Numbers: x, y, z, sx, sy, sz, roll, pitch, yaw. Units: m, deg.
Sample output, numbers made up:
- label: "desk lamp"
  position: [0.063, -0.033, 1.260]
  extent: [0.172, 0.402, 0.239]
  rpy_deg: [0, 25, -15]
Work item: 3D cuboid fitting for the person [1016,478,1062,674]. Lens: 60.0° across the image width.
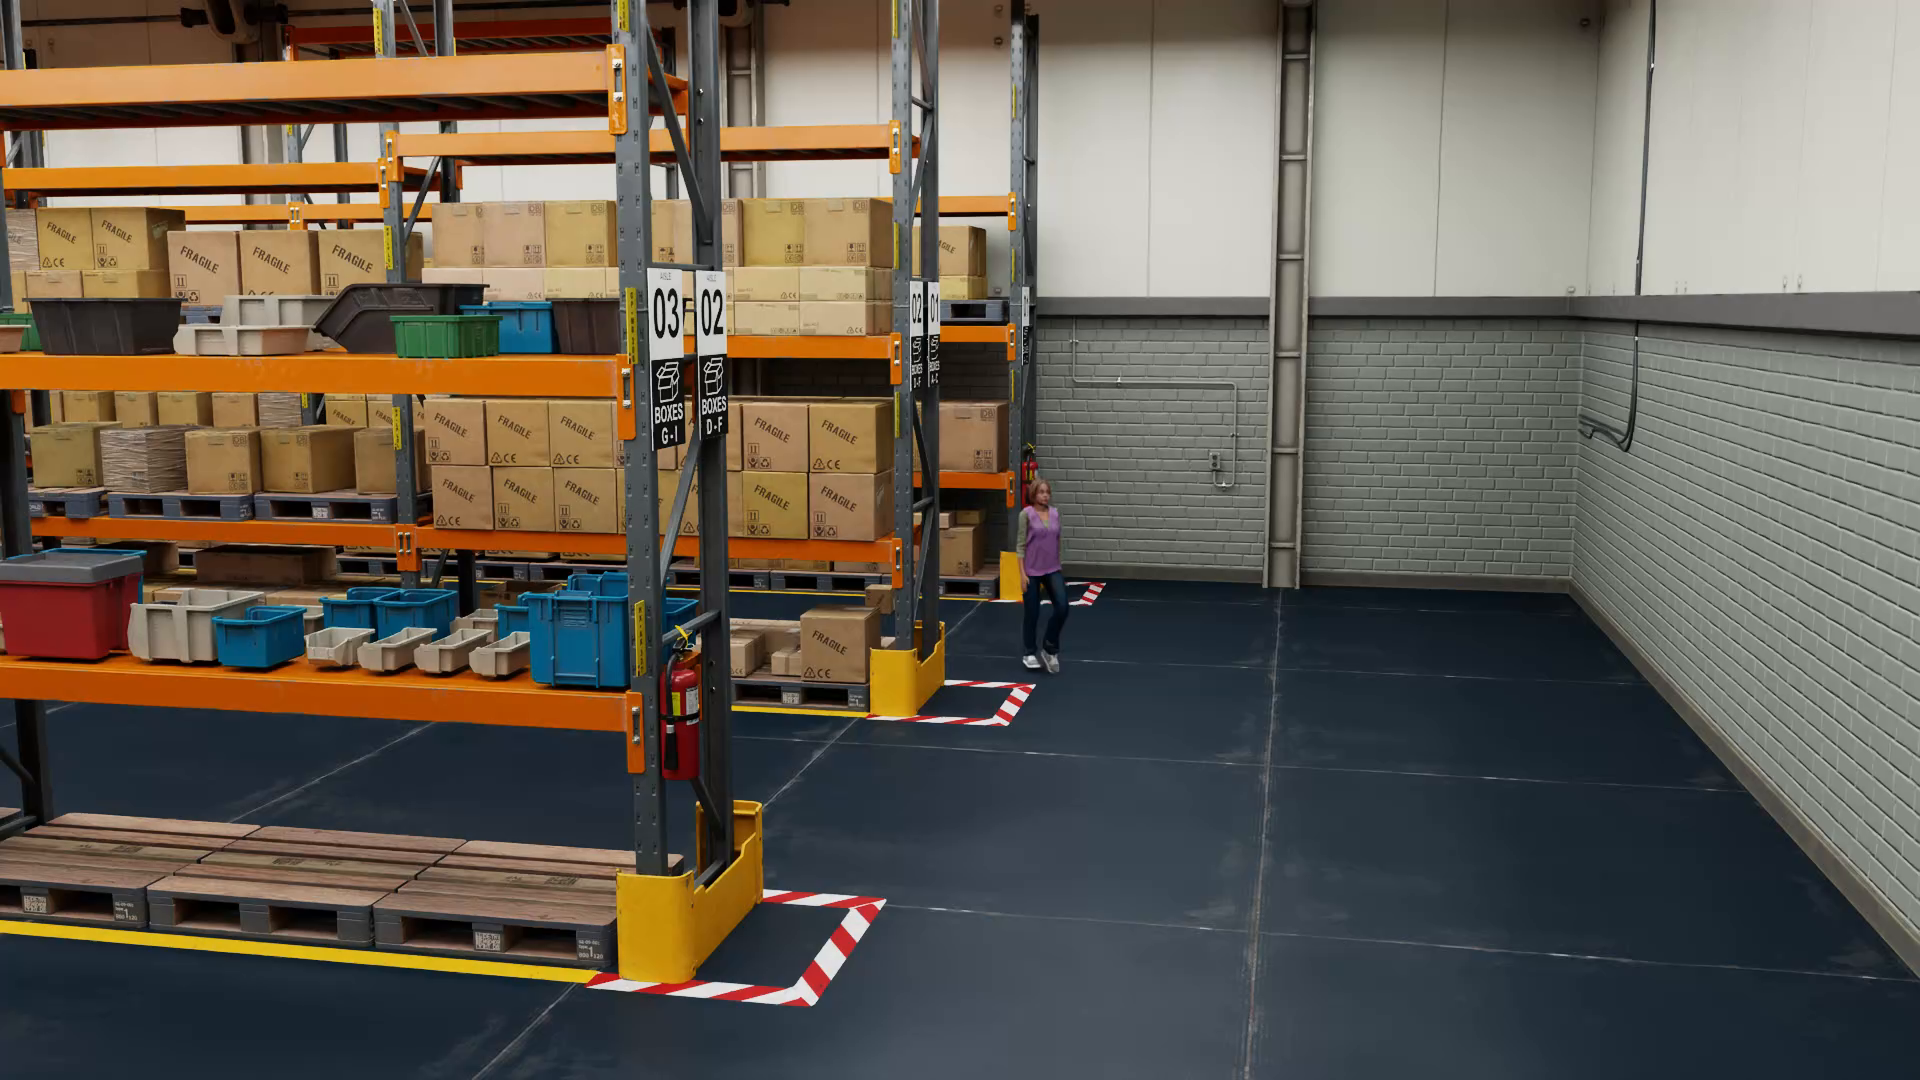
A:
- label: "person"
  position: [0.655, 0.298, 13.760]
  extent: [0.433, 1.629, 0.367]
  rpy_deg: [-3, 9, -19]
